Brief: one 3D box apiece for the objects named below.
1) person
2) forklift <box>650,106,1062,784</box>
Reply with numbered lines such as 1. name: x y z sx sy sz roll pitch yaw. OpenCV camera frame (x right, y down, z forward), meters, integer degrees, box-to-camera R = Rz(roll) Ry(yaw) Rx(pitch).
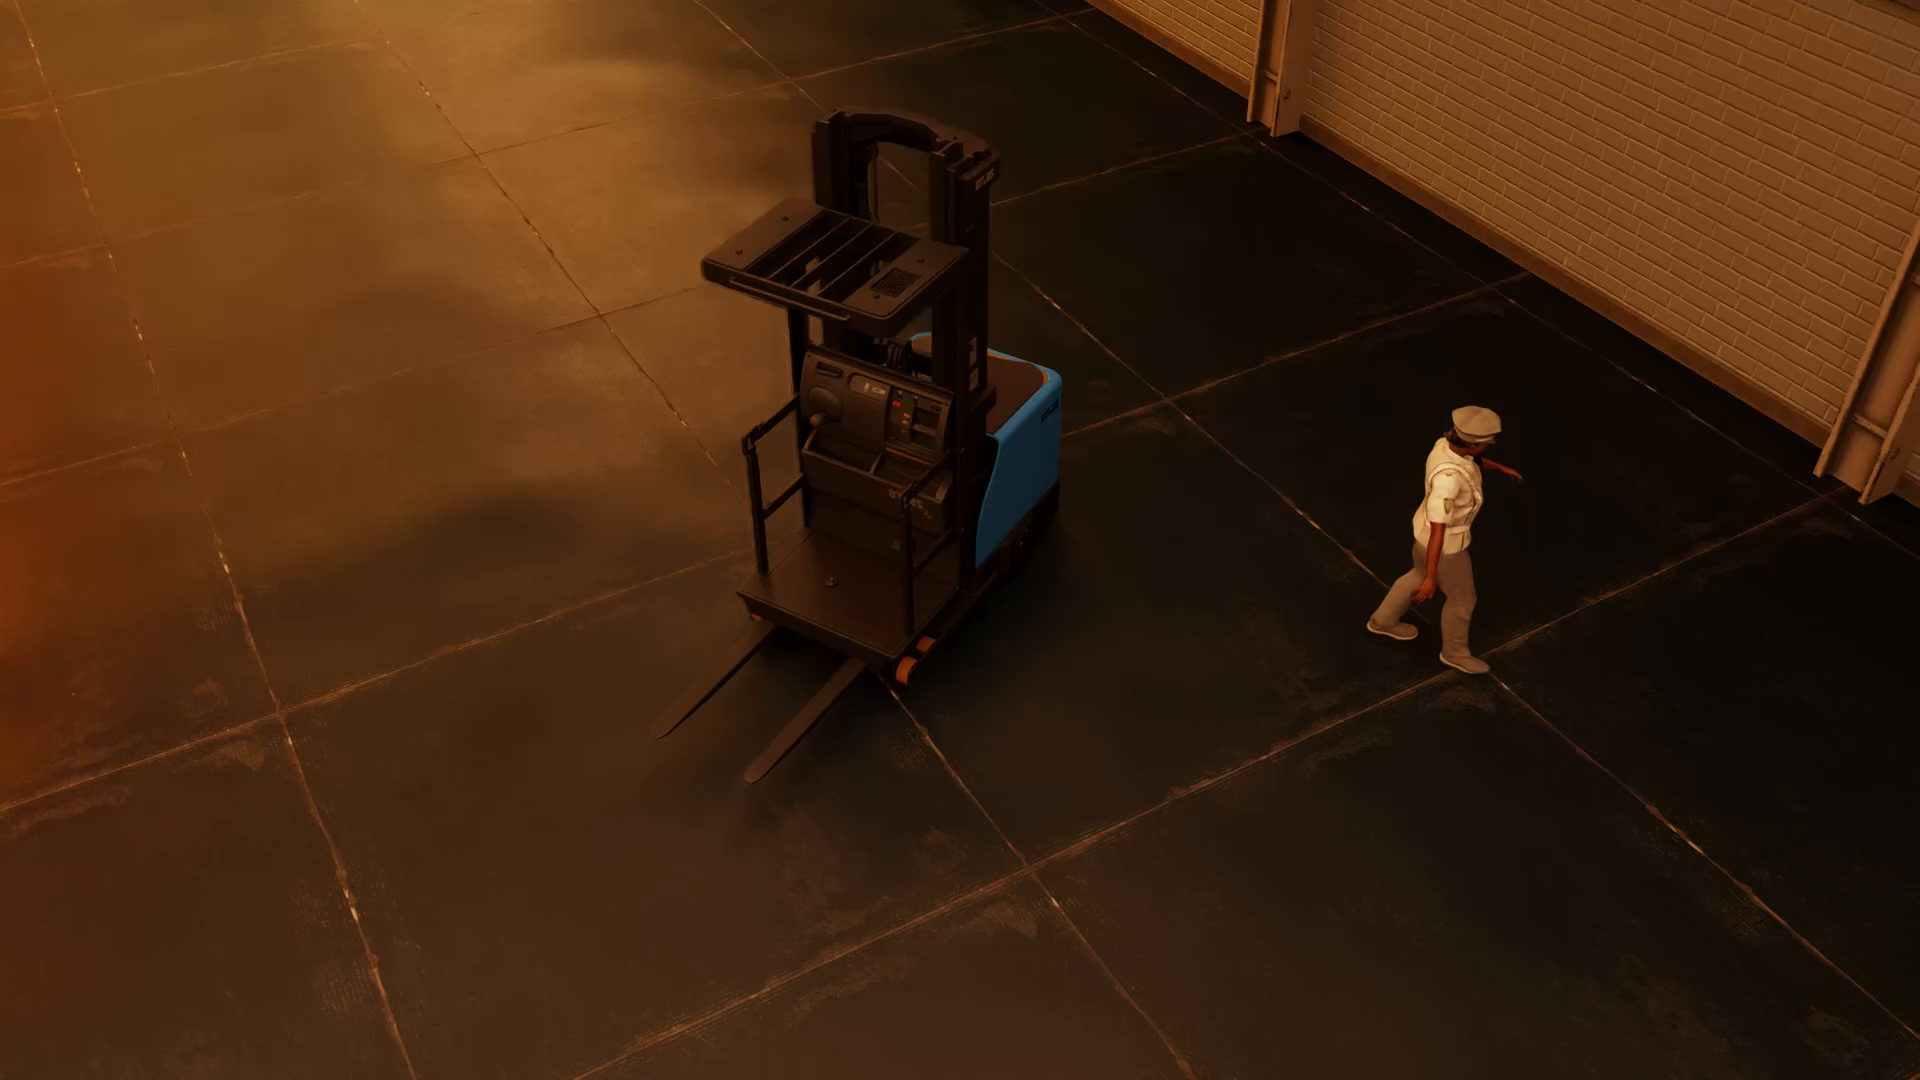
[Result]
1. person: 2.694 0.026 9.044 0.708 1.649 0.899 7 40 8
2. forklift: -0.569 -0.650 8.820 1.130 2.935 3.031 21 44 23
